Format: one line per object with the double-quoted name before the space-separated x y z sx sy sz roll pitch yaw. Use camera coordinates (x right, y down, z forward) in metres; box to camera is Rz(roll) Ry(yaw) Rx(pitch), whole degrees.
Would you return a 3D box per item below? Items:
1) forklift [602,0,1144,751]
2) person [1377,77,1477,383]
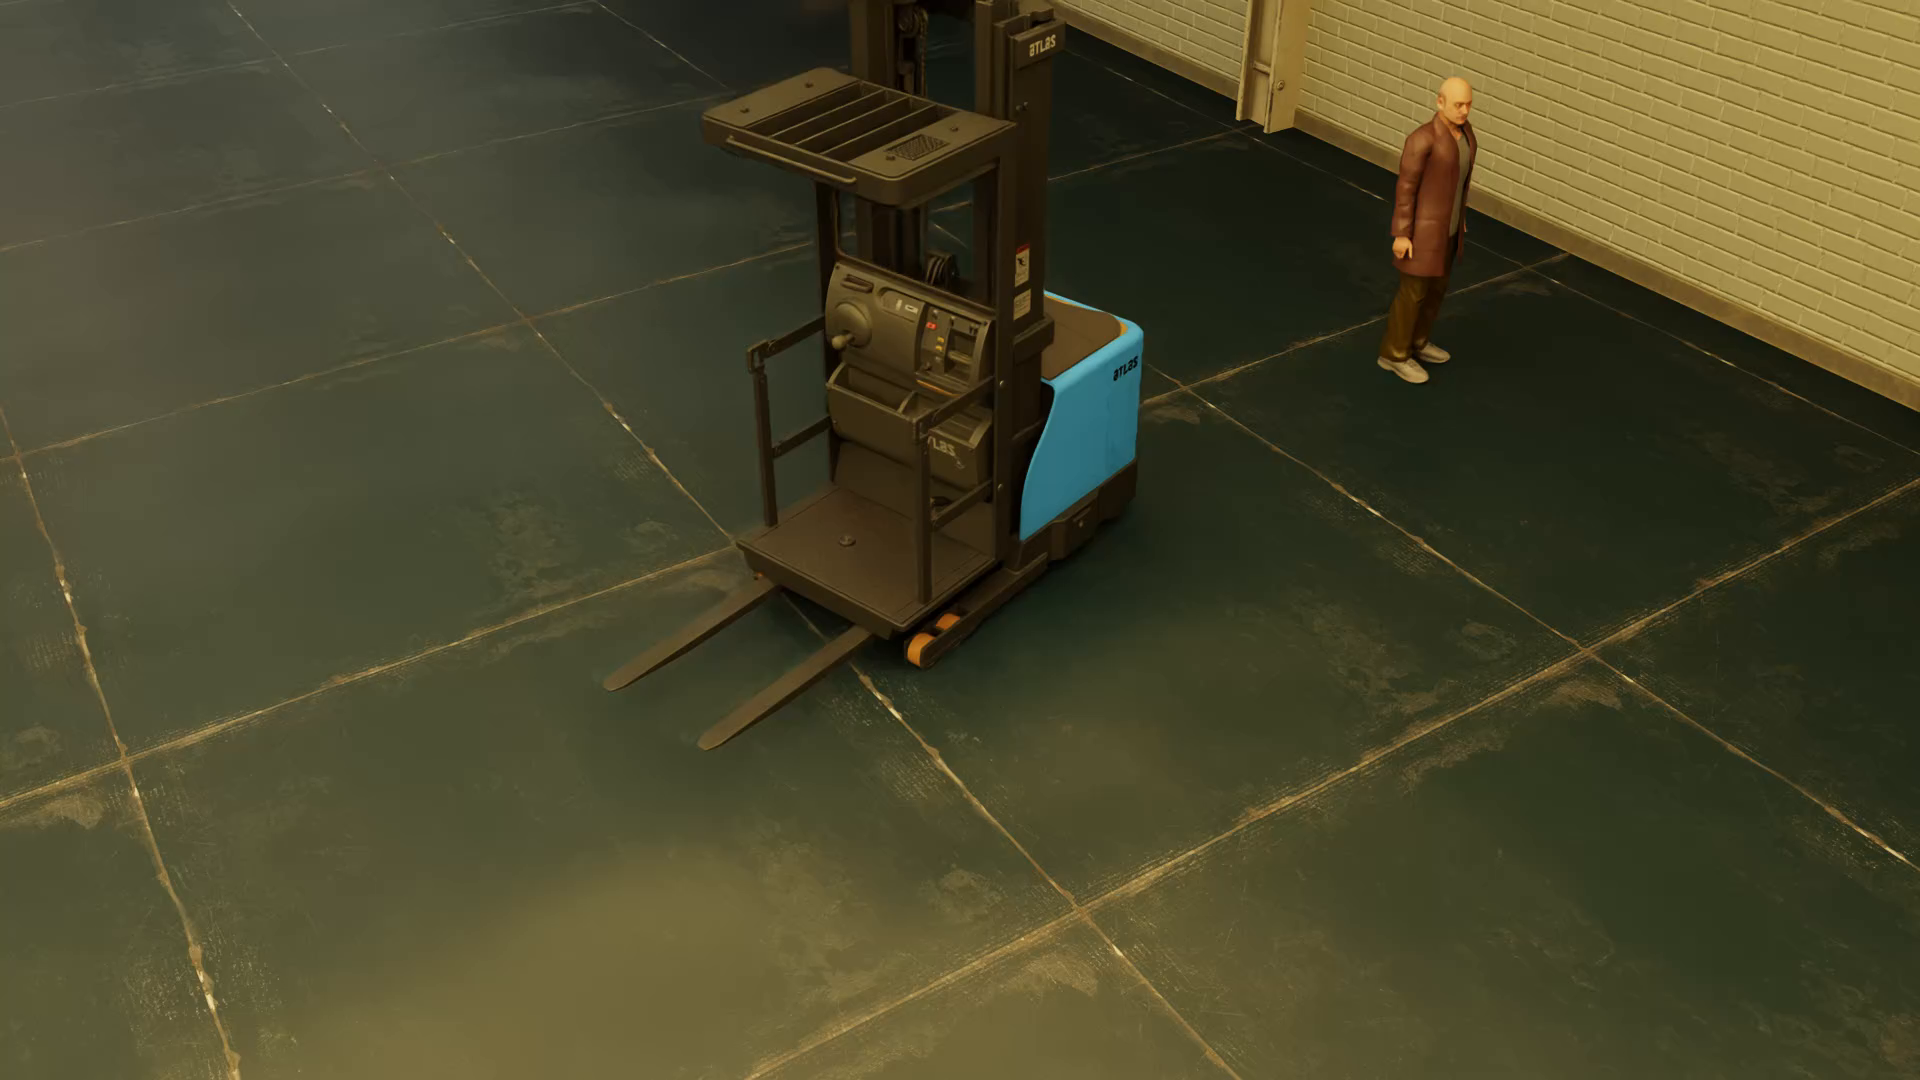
"forklift" -0.379 -0.921 7.458 1.130 2.935 3.031 25 42 31
"person" 2.795 -1.818 9.735 0.643 1.782 0.421 -29 44 -35
